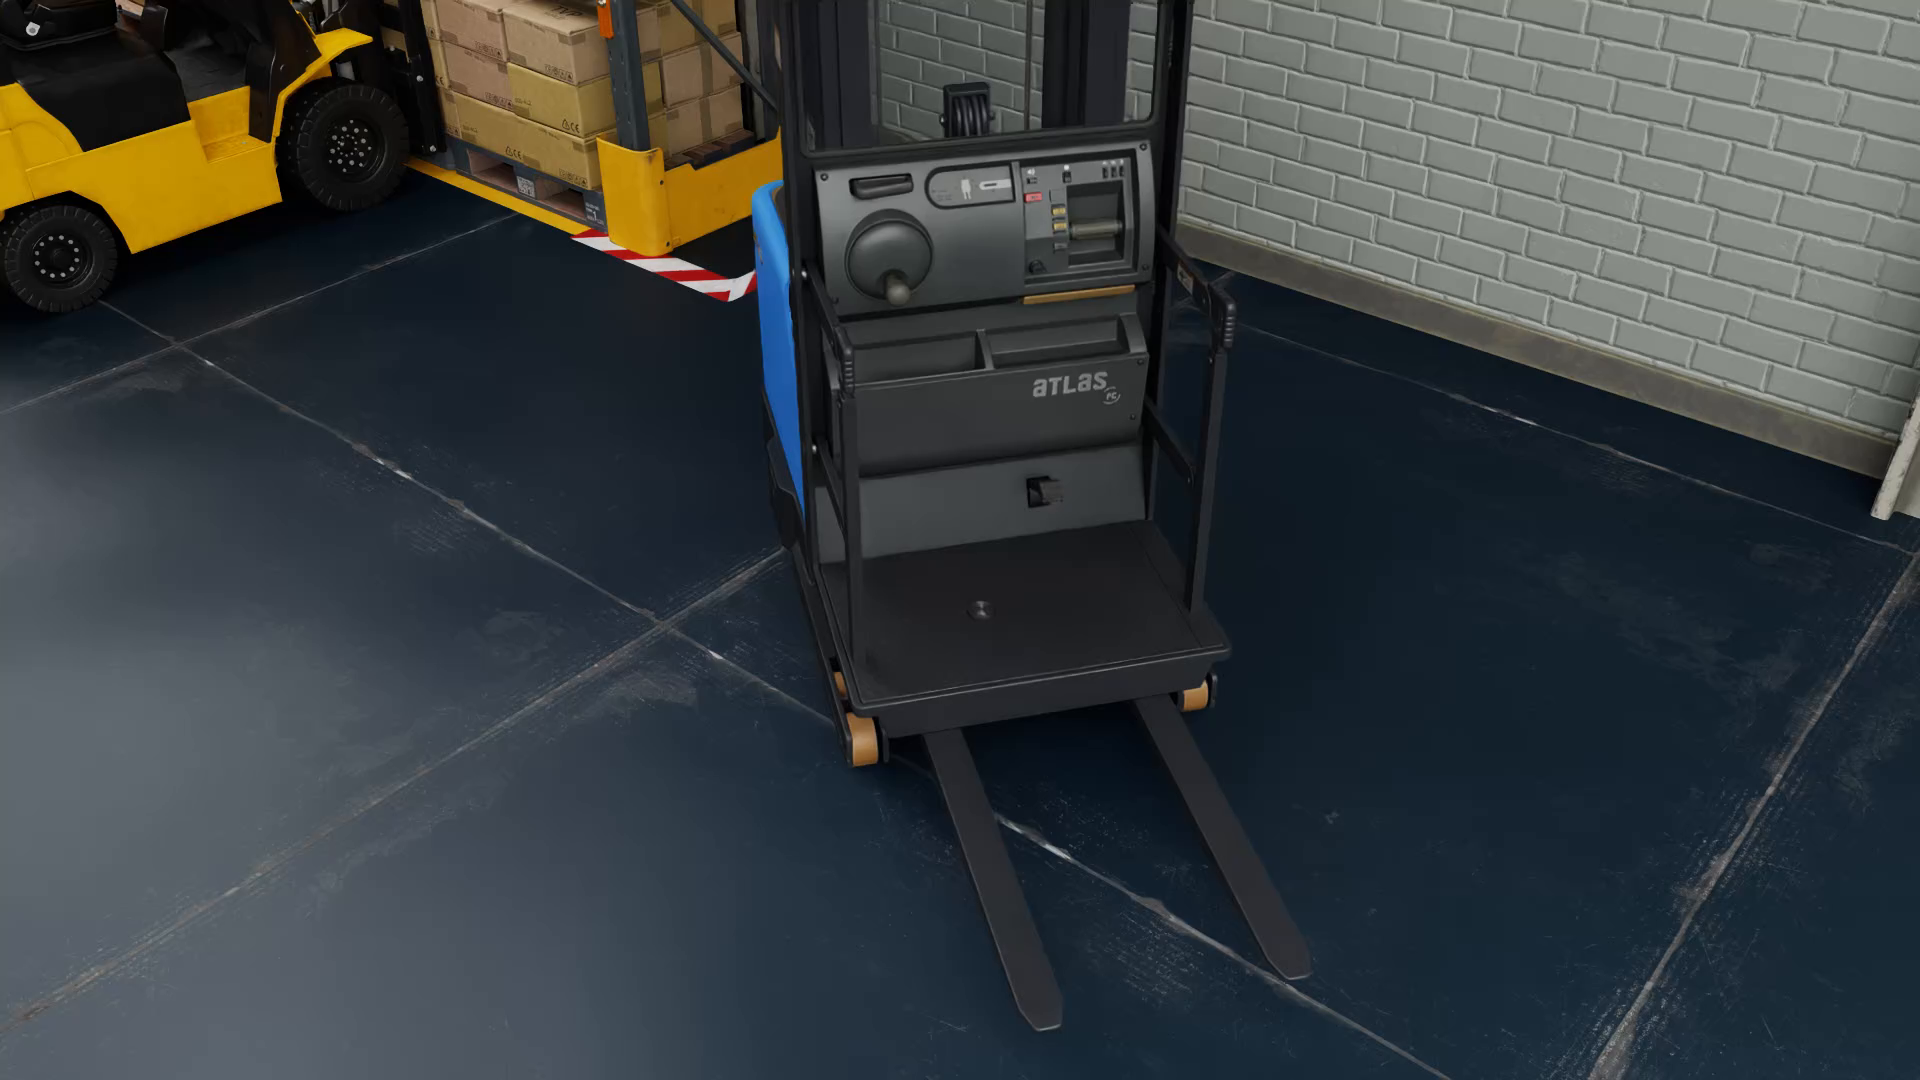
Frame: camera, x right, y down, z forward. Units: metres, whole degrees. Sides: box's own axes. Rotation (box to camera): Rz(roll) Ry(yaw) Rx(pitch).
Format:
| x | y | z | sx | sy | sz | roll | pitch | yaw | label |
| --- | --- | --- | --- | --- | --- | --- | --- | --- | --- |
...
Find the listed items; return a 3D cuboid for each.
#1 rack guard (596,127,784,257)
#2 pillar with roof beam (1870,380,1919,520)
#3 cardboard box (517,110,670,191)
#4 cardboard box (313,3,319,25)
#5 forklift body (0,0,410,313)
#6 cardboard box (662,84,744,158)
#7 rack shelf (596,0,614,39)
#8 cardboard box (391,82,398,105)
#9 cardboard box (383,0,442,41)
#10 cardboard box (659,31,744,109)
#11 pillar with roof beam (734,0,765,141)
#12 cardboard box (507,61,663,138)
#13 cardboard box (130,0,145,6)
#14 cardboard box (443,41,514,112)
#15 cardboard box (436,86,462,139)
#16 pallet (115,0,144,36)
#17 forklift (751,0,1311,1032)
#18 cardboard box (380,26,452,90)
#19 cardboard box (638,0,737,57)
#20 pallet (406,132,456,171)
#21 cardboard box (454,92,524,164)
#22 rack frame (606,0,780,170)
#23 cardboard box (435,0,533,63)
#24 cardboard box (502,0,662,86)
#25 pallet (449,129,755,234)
| x | y | z | sx | sy | sz | roll | pitch | yaw | label |
| --- | --- | --- | --- | --- | --- | --- | --- | --- | --- |
| -1.168 | -1.810 | 7.944 | 0.348 | 0.500 | 1.175 | 25 | 42 | 32 | rack guard |
| 0.712 | -1.920 | 0.597 | 0.400 | 9.000 | 9.100 | 25 | 42 | 32 | pillar with roof beam |
| -1.750 | -1.922 | 7.956 | 0.500 | 0.250 | 0.500 | 26 | 42 | 32 | cardboard box |
| -3.319 | -2.866 | 8.889 | 0.500 | 0.250 | 0.500 | 25 | 42 | 31 | cardboard box |
| -3.811 | -2.393 | 7.334 | 1.214 | 2.155 | 2.313 | 25 | 42 | 32 | forklift body |
| -1.439 | -2.152 | 8.292 | 0.500 | 0.250 | 0.500 | 25 | 42 | 32 | cardboard box |
| -2.723 | -3.277 | 8.508 | 4.000 | 0.370 | 1.077 | 25 | 42 | 32 | rack shelf |
| -2.918 | -2.469 | 8.754 | 0.500 | 0.250 | 0.500 | 27 | 43 | 33 | cardboard box |
| -2.530 | -2.693 | 8.196 | 0.500 | 0.250 | 0.500 | 26 | 42 | 32 | cardboard box |
| -1.415 | -2.356 | 8.147 | 0.500 | 0.250 | 0.500 | 26 | 42 | 33 | cardboard box |
| -3.899 | -4.094 | 3.762 | 0.400 | 9.000 | 9.100 | 25 | 42 | 32 | pillar with roof beam |
| -1.760 | -2.135 | 7.826 | 0.500 | 0.250 | 0.500 | 25 | 41 | 31 | cardboard box |
| -4.669 | -3.676 | 10.180 | 0.625 | 0.625 | 0.875 | 27 | 43 | 34 | cardboard box |
| -2.139 | -2.322 | 8.097 | 0.500 | 0.250 | 0.500 | 25 | 42 | 31 | cardboard box |
| -2.504 | -2.291 | 8.494 | 0.500 | 0.250 | 0.500 | 26 | 42 | 32 | cardboard box |
| -4.852 | -3.399 | 10.512 | 1.213 | 0.211 | 1.003 | 25 | 42 | 32 | pallet |
| 0.131 | -0.795 | 4.319 | 1.130 | 2.935 | 3.031 | -8 | 35 | -11 | forklift |
| -2.549 | -2.499 | 8.356 | 0.500 | 0.250 | 0.500 | 24 | 41 | 31 | cardboard box |
| -1.435 | -2.558 | 7.999 | 0.500 | 0.250 | 0.500 | 25 | 41 | 31 | cardboard box |
| -2.734 | -2.401 | 9.059 | 1.213 | 0.211 | 1.003 | 25 | 42 | 32 | pallet |
| -2.126 | -2.106 | 8.225 | 0.500 | 0.250 | 0.500 | 25 | 42 | 32 | cardboard box |
| -1.186 | -2.849 | 7.249 | 0.127 | 3.000 | 1.000 | 25 | 42 | 32 | rack frame |
| -2.136 | -2.515 | 7.937 | 0.500 | 0.250 | 0.500 | 26 | 42 | 33 | cardboard box |
| -1.740 | -2.332 | 7.671 | 0.500 | 0.250 | 0.500 | 27 | 43 | 33 | cardboard box |
| -1.801 | -1.959 | 8.415 | 1.213 | 0.211 | 1.003 | 25 | 42 | 32 | pallet |
